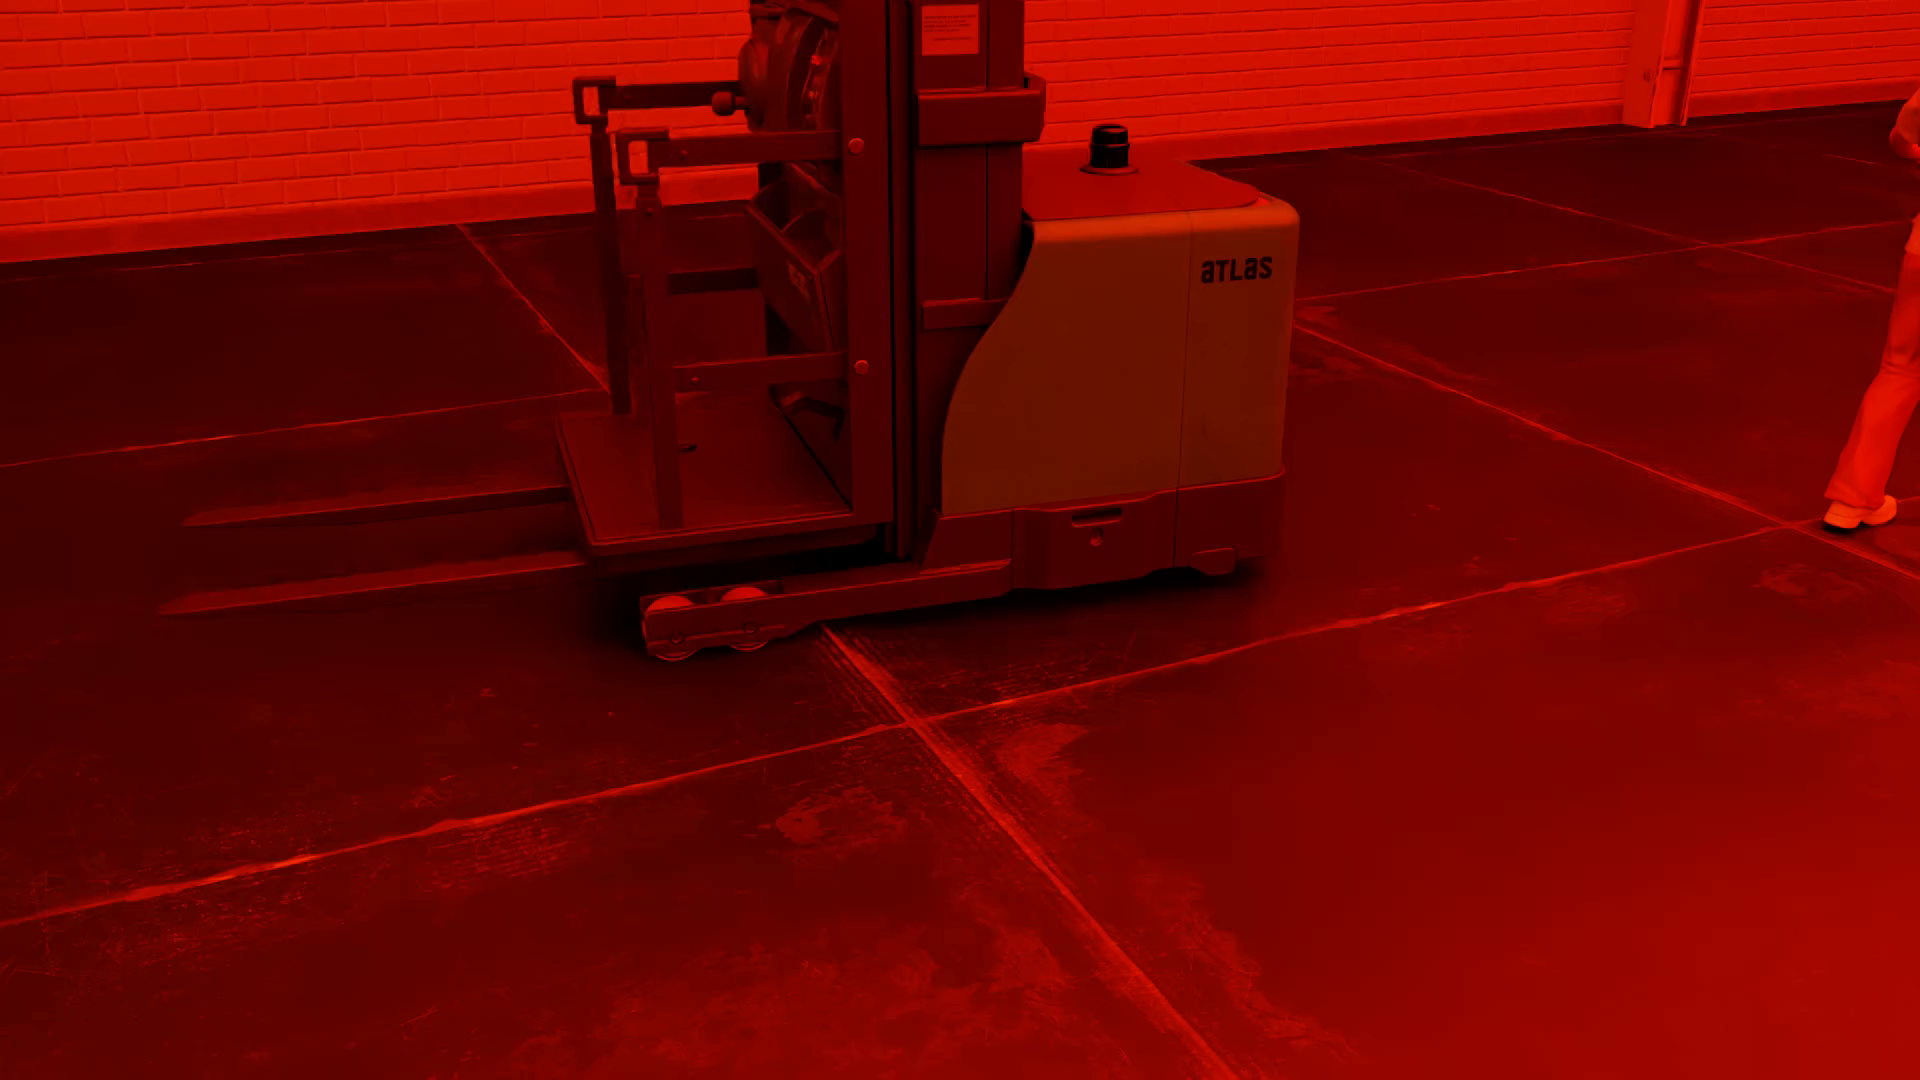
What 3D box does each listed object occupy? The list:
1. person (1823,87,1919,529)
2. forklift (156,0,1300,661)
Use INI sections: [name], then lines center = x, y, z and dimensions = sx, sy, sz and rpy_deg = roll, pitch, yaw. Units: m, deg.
[person]
center = 3.058, -0.803, 4.922
dimensions = 0.714, 1.663, 0.884
rpy_deg = -11, 25, -25
[forklift]
center = -0.636, -1.264, 4.330
dimensions = 3.031, 2.935, 1.130
rpy_deg = -7, 24, -16
